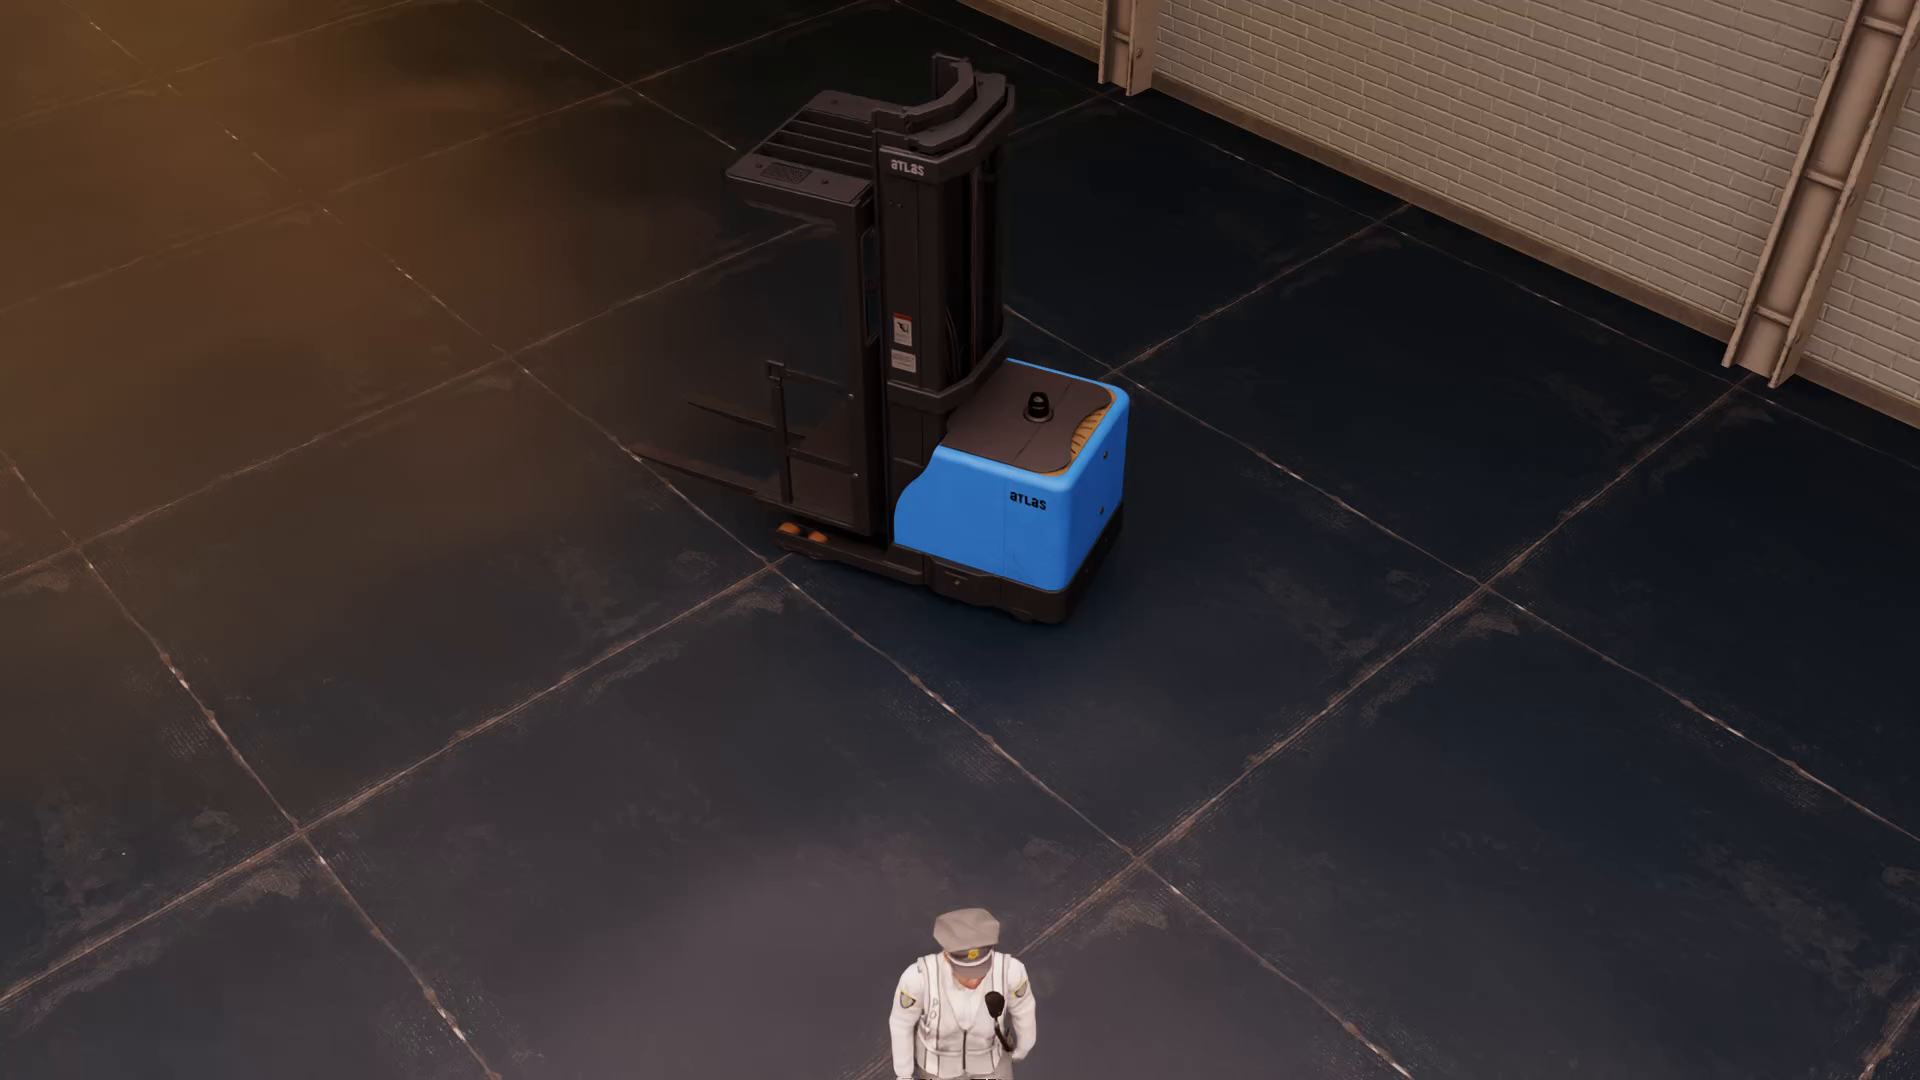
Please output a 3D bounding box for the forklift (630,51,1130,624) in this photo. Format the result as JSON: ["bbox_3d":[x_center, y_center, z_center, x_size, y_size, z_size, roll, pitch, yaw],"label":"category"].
[{"bbox_3d":[-0.573,-1.286,9.399,3.031,2.935,1.130,17,44,19],"label":"forklift"}]

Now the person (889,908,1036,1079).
[{"bbox_3d":[0.022,2.089,6.499,0.574,1.721,0.492,-3,41,-4],"label":"person"}]
